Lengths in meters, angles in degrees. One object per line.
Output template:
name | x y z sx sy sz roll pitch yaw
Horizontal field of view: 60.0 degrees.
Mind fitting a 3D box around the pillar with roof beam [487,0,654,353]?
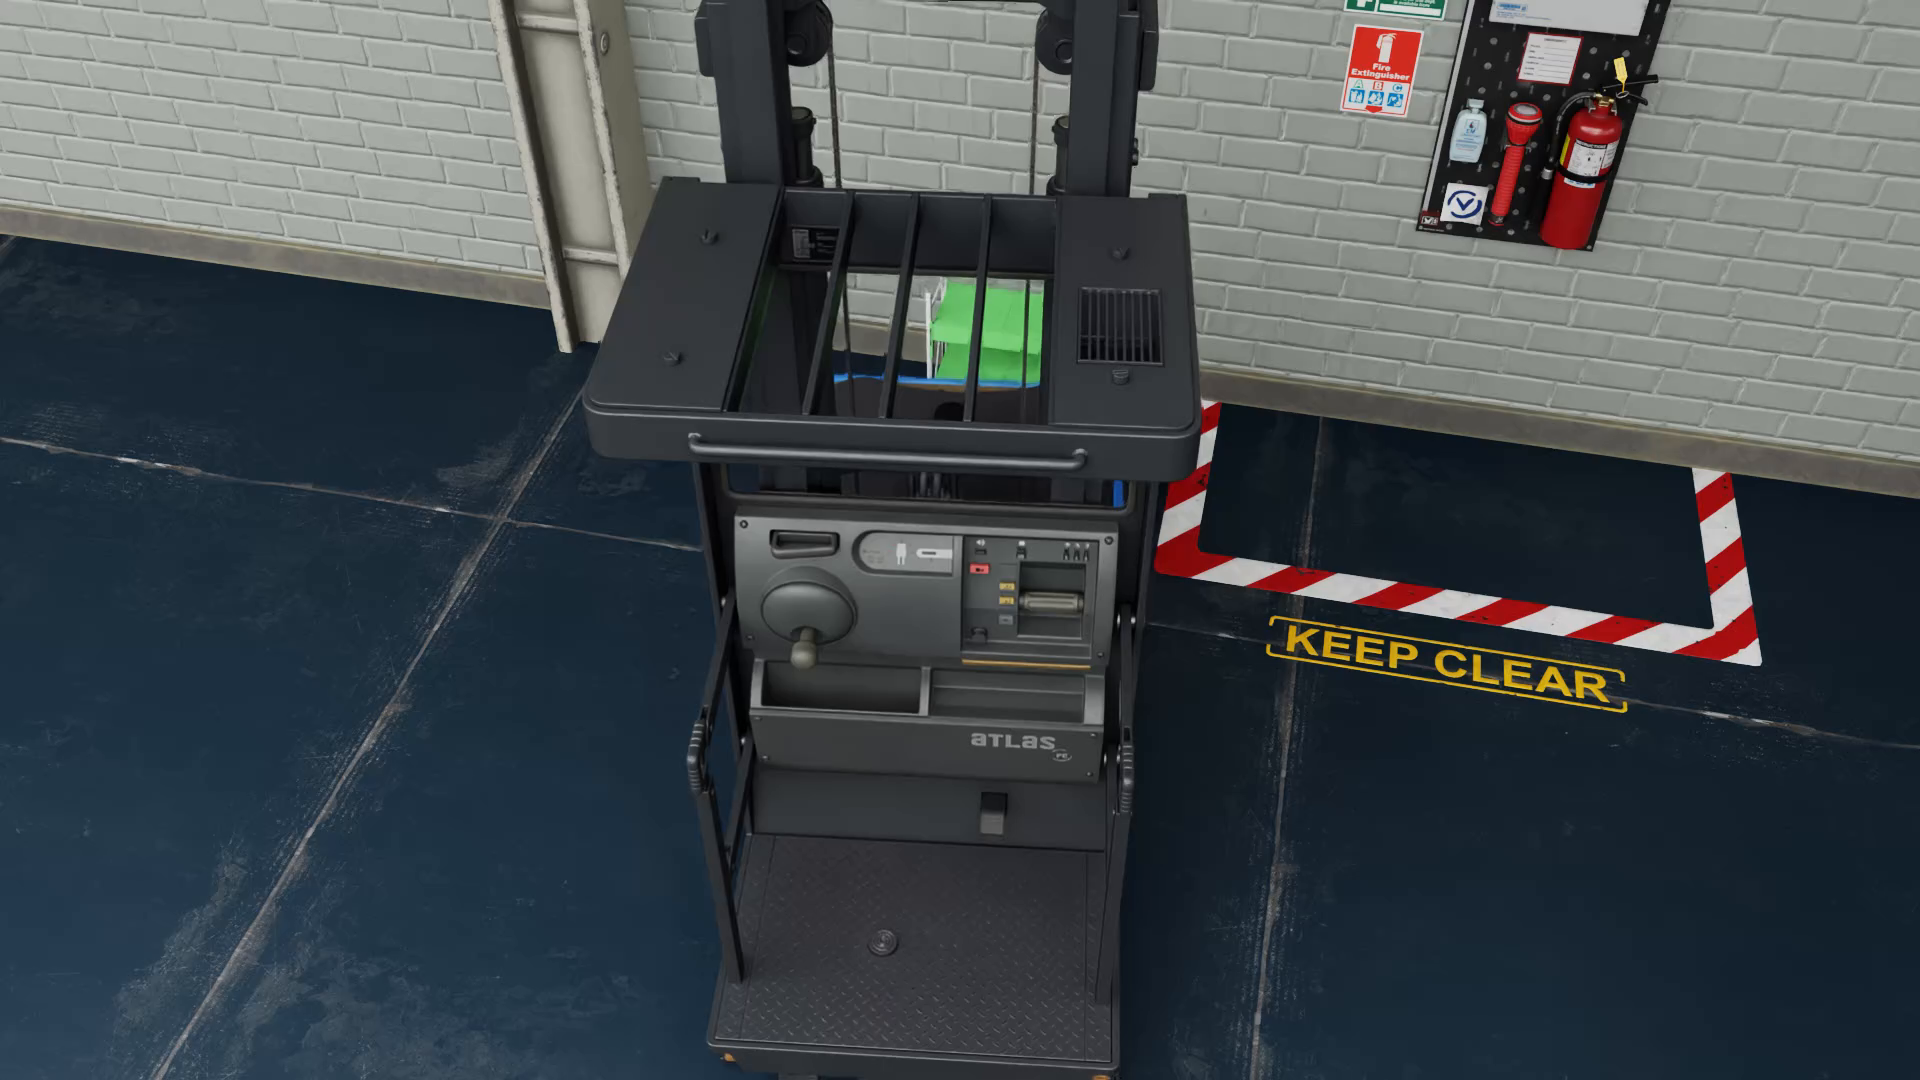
pillar with roof beam | -2.422 -1.208 1.016 0.400 9.000 9.100 9 45 9

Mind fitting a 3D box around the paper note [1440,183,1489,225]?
paper note | 1.813 -1.207 5.976 0.142 0.148 0.016 9 45 9

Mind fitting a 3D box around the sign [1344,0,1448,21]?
sign | 1.456 -1.802 5.551 0.331 0.109 0.001 9 45 9

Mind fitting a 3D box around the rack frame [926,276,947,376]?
rack frame | -0.077 -0.444 5.846 0.015 1.200 0.240 9 45 9

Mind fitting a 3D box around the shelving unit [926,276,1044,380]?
shelving unit | 0.162 -0.407 5.808 0.503 1.200 0.258 9 45 9

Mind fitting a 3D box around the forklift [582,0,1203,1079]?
forklift | -0.096 0.221 3.907 1.130 2.935 3.031 3 44 3

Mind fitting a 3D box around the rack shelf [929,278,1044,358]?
rack shelf | 0.162 -0.707 5.519 0.480 0.148 0.258 9 45 9

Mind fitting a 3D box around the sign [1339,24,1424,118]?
sign | 1.453 -1.617 5.742 0.234 0.329 0.001 9 45 9

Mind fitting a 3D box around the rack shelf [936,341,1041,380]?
rack shelf | 0.162 -0.534 5.686 0.480 0.148 0.258 9 45 9

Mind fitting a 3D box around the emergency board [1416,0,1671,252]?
emergency board | 1.970 -1.451 5.595 0.643 1.169 0.194 9 45 9
